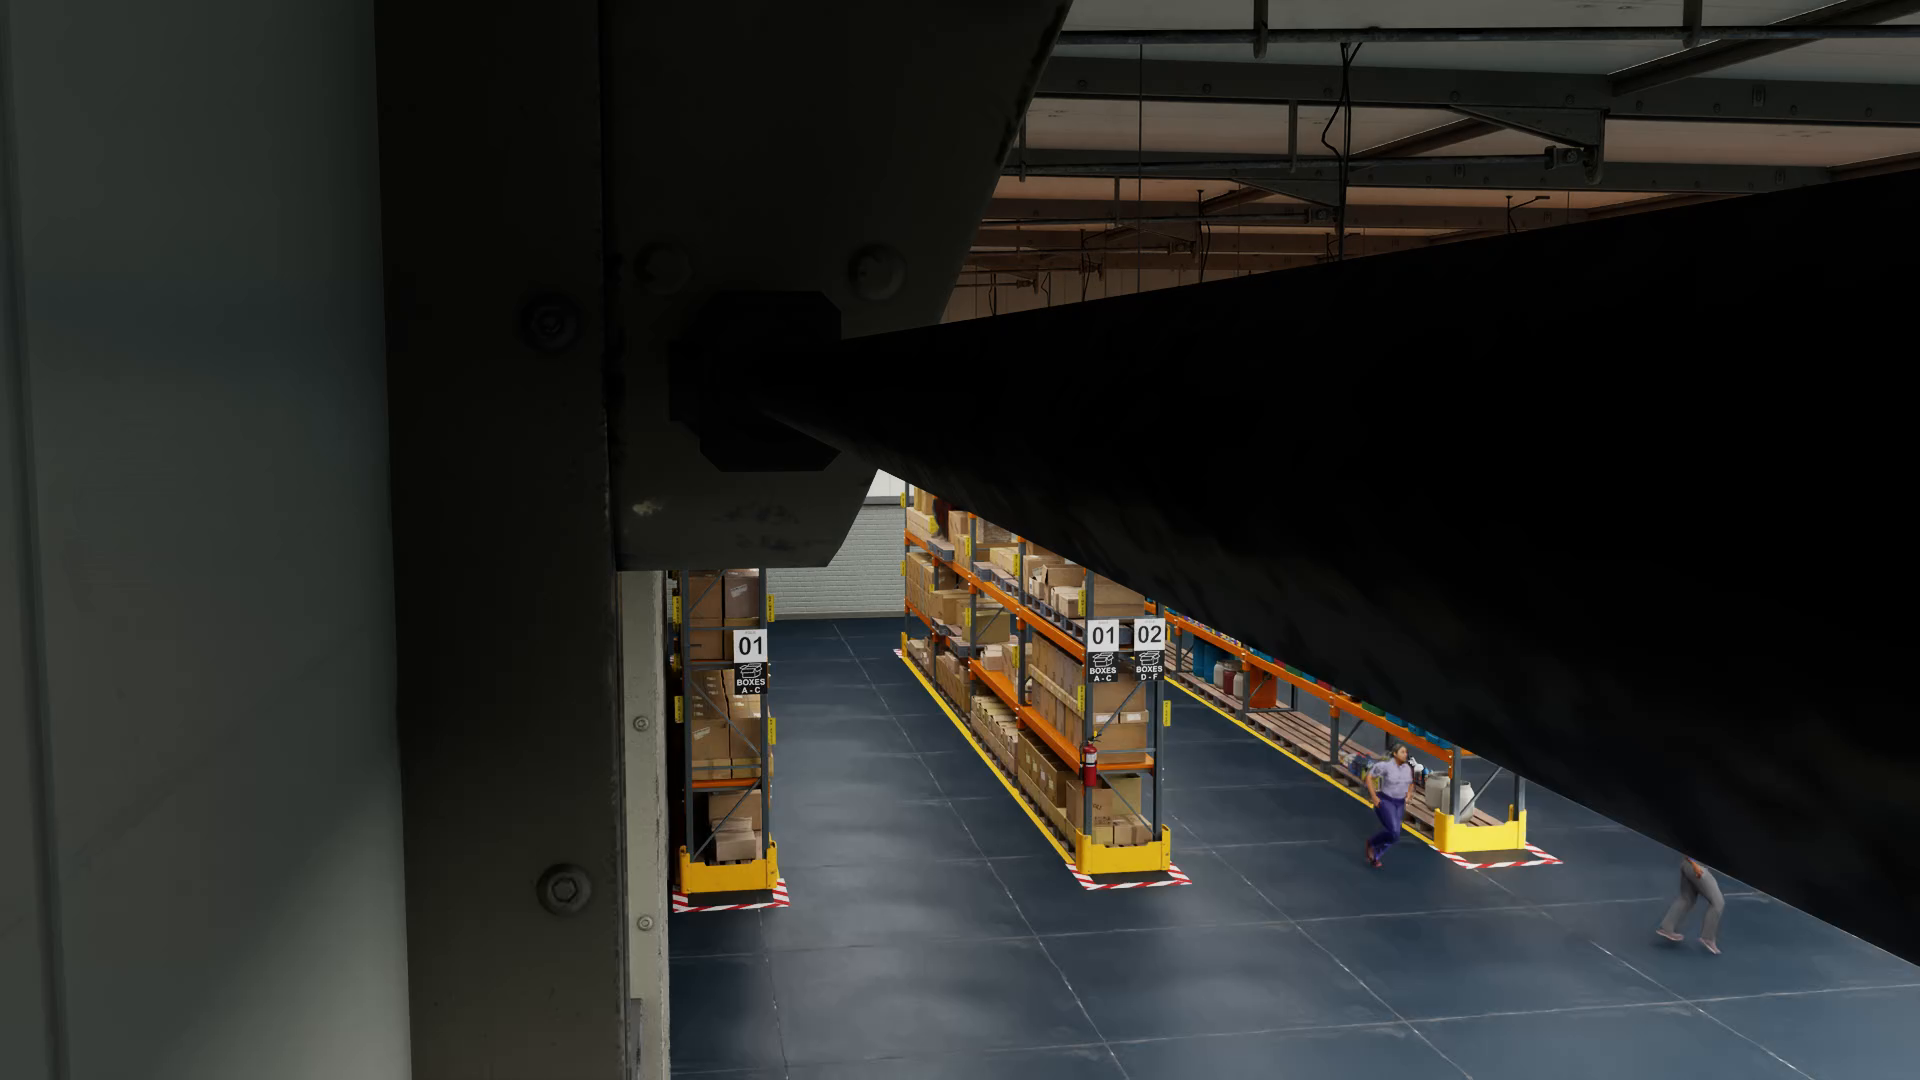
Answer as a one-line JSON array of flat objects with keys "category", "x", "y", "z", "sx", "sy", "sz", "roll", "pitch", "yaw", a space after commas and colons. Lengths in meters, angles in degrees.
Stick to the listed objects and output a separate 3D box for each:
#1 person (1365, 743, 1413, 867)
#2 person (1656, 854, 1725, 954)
[{"category": "person", "x": 5.498, "y": 3.368, "z": 21.098, "sx": 0.671, "sy": 1.562, "sz": 0.546, "roll": -3, "pitch": 7, "yaw": -26}, {"category": "person", "x": 8.005, "y": 3.653, "z": 18.095, "sx": 0.726, "sy": 1.721, "sz": 0.586, "roll": 1, "pitch": 6, "yaw": 12}]
